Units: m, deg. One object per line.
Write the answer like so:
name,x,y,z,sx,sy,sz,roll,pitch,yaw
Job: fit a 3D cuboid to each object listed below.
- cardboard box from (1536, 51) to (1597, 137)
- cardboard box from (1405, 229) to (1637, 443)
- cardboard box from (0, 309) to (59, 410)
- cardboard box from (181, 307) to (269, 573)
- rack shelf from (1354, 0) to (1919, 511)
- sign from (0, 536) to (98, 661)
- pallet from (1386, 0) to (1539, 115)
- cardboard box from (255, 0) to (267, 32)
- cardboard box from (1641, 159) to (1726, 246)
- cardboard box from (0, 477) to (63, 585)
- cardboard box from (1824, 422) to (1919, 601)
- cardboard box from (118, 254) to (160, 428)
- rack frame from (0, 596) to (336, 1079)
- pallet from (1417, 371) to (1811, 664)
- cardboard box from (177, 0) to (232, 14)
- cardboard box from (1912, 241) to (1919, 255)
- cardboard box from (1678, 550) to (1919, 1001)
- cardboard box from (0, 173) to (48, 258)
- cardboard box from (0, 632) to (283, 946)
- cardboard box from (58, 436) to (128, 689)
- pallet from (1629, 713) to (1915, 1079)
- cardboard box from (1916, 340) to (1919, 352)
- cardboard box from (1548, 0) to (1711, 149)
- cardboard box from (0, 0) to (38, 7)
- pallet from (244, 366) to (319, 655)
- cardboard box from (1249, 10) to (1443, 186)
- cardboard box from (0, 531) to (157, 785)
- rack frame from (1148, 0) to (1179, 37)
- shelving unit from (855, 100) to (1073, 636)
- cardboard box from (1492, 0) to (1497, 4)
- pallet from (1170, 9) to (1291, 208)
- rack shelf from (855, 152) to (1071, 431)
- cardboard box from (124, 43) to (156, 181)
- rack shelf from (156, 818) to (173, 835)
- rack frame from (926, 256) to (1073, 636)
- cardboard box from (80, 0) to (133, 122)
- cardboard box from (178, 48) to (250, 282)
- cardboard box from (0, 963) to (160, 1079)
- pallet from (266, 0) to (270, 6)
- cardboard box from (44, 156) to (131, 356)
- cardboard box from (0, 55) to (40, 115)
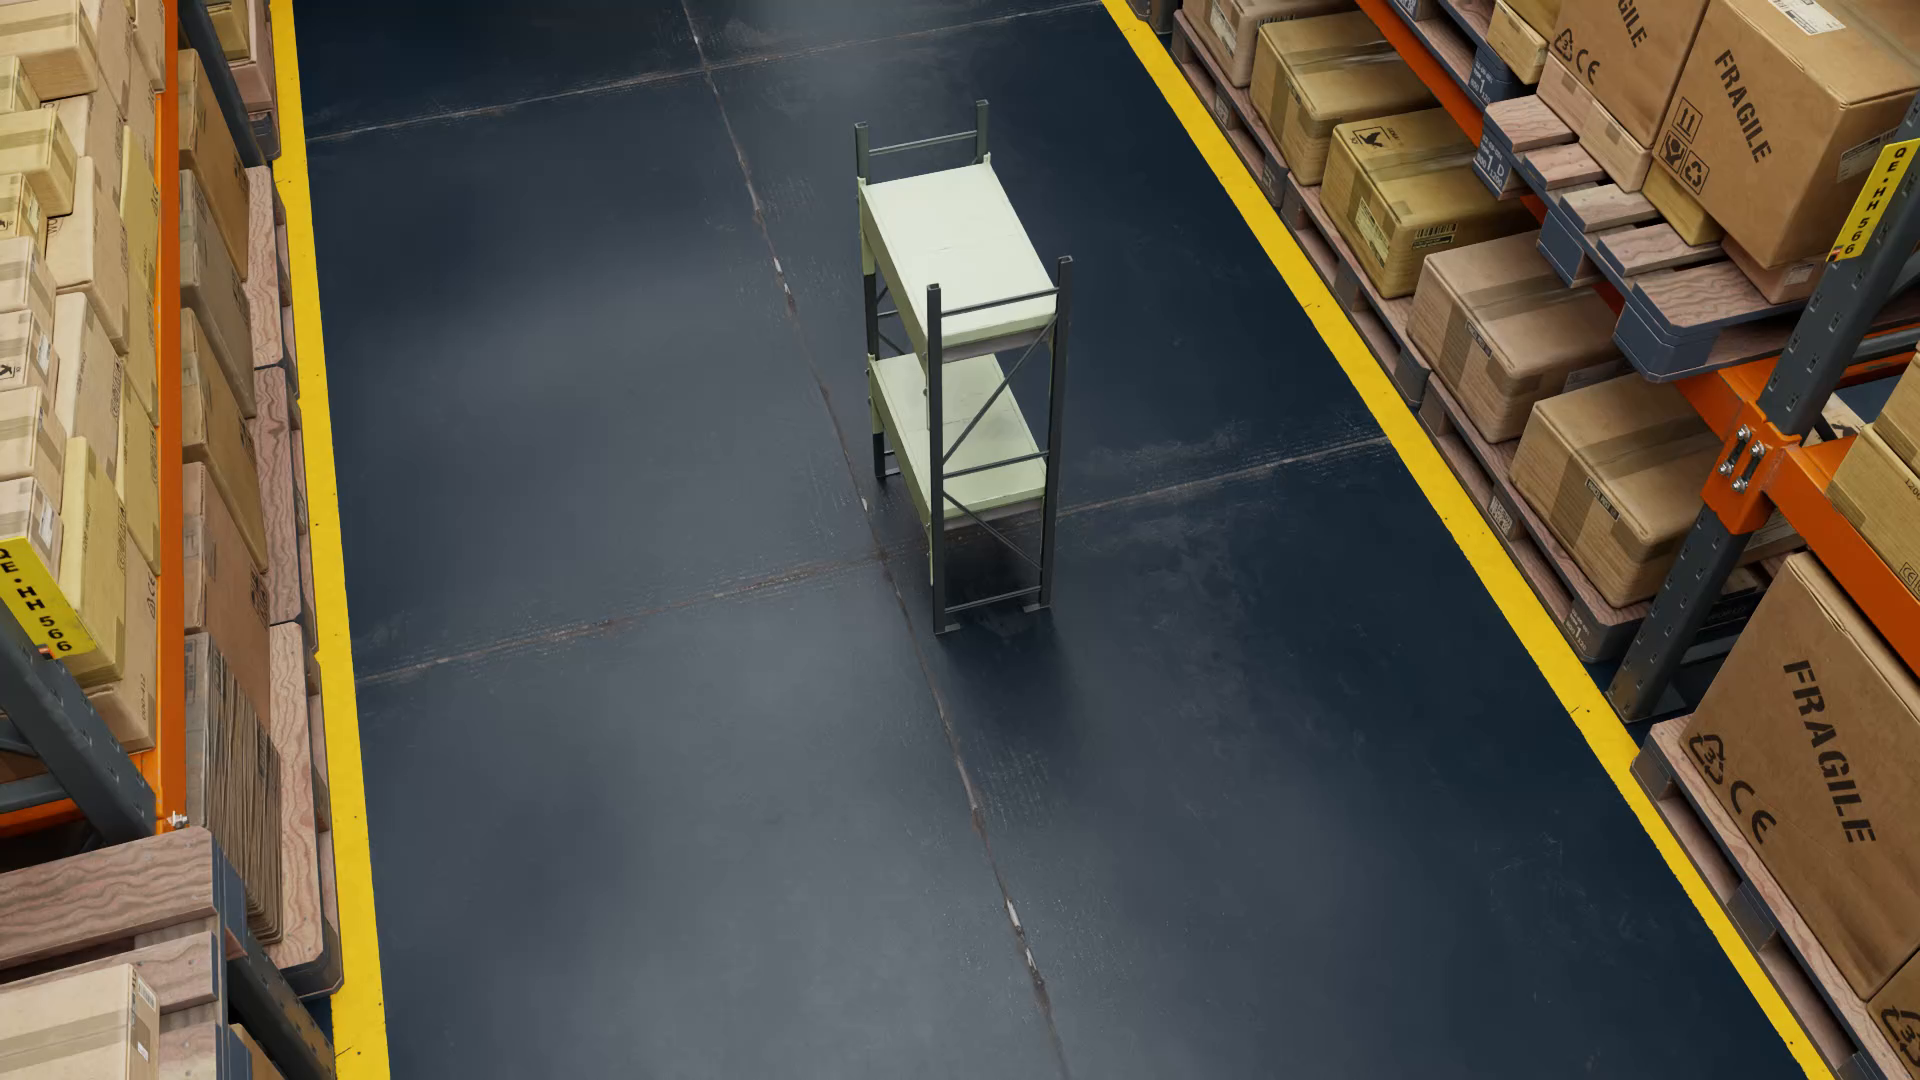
cardboard box,1.905,-1.317,4.788,0.380,0.149,0.250,-16,52,-13
cardboard box,2.176,-0.778,5.888,0.950,0.372,0.625,-14,51,-12
cardboard box,-2.174,-0.330,3.577,0.380,0.149,0.250,-12,51,-10
cardboard box,-2.752,-0.209,5.242,0.875,0.625,0.625,-15,52,-12
rack shelf,1.968,-1.767,5.748,1.077,0.370,4.000,-13,51,-11
sign,-1.665,0.110,2.990,0.100,0.325,0.005,-13,51,-11
pallet,1.935,-1.913,5.526,1.003,0.211,1.213,-13,51,-11
cardboard box,-3.355,-2.379,7.317,0.500,0.250,0.500,-14,51,-12
cardboard box,2.090,-0.958,4.485,0.380,0.149,0.250,-13,51,-10
cardboard box,-1.994,0.046,3.259,0.380,0.149,0.250,-12,51,-10
cardboard box,2.464,-0.075,3.950,0.500,0.250,0.500,-14,51,-12
cardboard box,-2.382,-0.487,4.297,0.500,0.250,0.500,-15,51,-12
rack frame,-2.181,0.587,3.293,1.000,3.000,0.127,-13,51,-11
pallet,2.330,-0.210,5.789,1.003,0.211,1.213,-13,51,-11
cardboard box,-3.207,-2.330,6.622,0.500,0.250,0.500,-14,51,-12
cardboard box,2.641,-0.872,4.413,0.380,0.149,0.250,-16,52,-13
cardboard box,2.685,0.535,4.452,0.875,0.875,0.875,-14,51,-11
cardboard box,-2.367,-0.695,3.884,0.380,0.149,0.250,-13,51,-11
cardboard box,-2.352,0.759,4.427,0.875,0.625,0.625,-12,51,-10
cardboard box,-2.055,0.089,3.484,0.500,0.250,0.500,-13,51,-11
pallet,2.721,0.954,4.808,1.003,0.211,1.213,-13,51,-11
cardboard box,2.472,-0.477,3.471,0.500,0.500,0.500,-15,51,-12
cardboard box,1.996,-1.446,4.472,0.500,0.500,0.500,-14,51,-12
cardboard box,-2.645,-1.450,4.521,0.380,0.149,0.250,-13,51,-11
pallet,-2.744,-0.014,5.623,1.003,0.211,1.213,-13,51,-11
cardboard box,1.750,-1.841,6.784,0.950,0.372,0.625,-10,51,-9
cardboard box,-2.079,0.256,3.670,0.500,0.250,0.500,-13,51,-11
rack frame,1.377,-3.459,6.704,1.000,3.000,0.127,-13,51,-11
shelving unit,-0.002,-0.488,5.181,0.431,1.500,0.755,-13,51,-11
cardboard box,1.857,-1.727,5.134,0.380,0.149,0.250,-13,51,-11
pallet,1.608,-1.992,7.291,1.003,0.211,1.213,-13,51,-11
rack shelf,-0.002,-0.740,4.882,0.431,0.370,0.720,-13,51,-11
cardboard box,-2.693,-1.242,4.933,0.500,0.250,0.500,-13,51,-11
rack shelf,-1.589,2.280,2.337,1.077,0.370,4.000,-13,51,-11
rack frame,0.106,-0.221,4.955,0.400,1.500,0.023,-13,51,-11
cardboard box,-2.670,-1.398,4.737,0.500,0.250,0.500,-12,51,-10
cardboard box,-3.199,-1.326,6.184,0.875,0.625,0.625,-11,51,-9
cardboard box,-1.620,0.926,2.897,0.380,0.149,0.250,-12,51,-10
pallet,-3.923,-2.919,8.072,1.003,0.211,1.213,-13,51,-11
cardboard box,-2.363,-0.657,4.113,0.500,0.250,0.500,-14,51,-12
cardboard box,-2.555,-1.062,4.194,0.380,0.149,0.250,-13,51,-11
